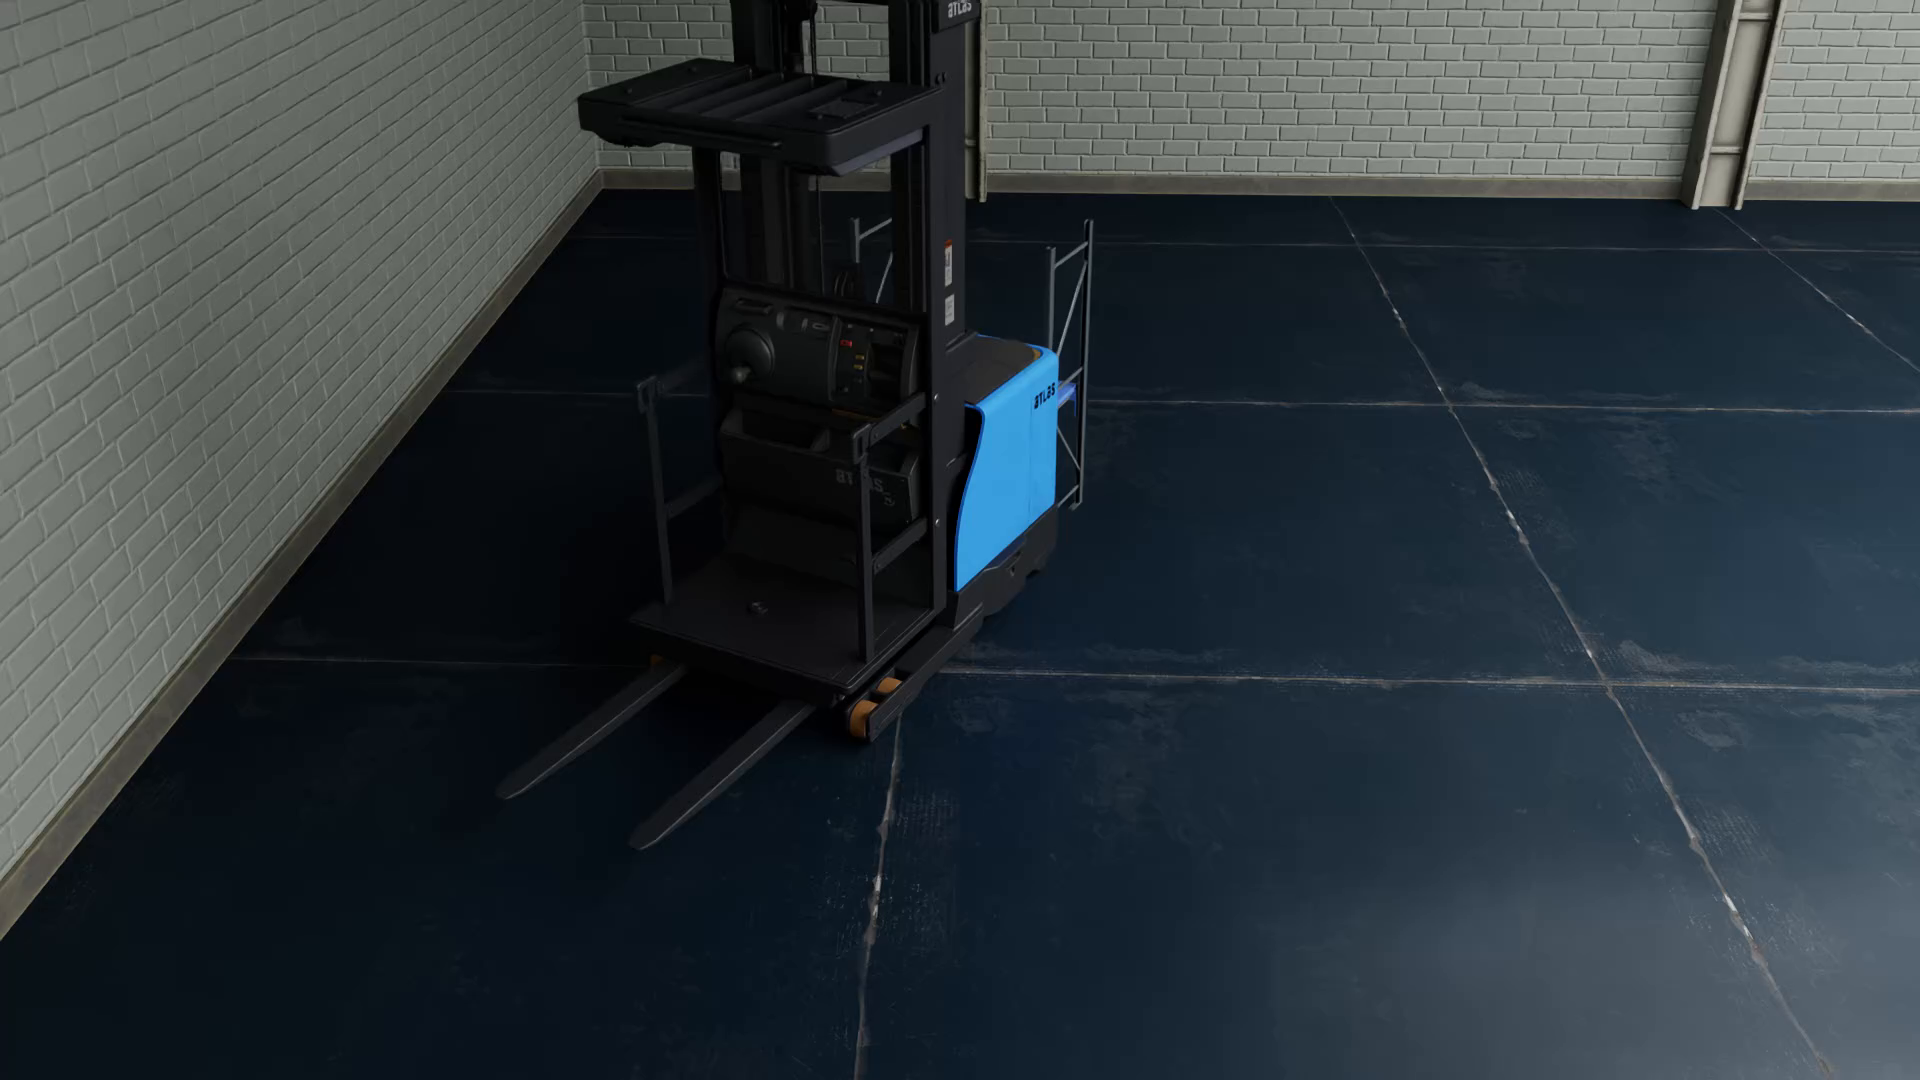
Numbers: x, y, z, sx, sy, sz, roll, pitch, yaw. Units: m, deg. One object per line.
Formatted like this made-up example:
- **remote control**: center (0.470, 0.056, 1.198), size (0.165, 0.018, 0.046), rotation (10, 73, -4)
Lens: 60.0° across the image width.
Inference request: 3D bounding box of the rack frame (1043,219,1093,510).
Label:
- **rack frame**: center (0.511, -0.760, 8.082), size (0.032, 1.500, 0.500), rotation (13, 31, 23)

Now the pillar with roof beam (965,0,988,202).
- **pillar with roof beam**: center (-0.137, -4.757, 7.616), size (0.400, 9.000, 9.100), rotation (1, 28, 2)

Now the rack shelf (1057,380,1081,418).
- **rack shelf**: center (0.055, -0.706, 8.365), size (1.000, 0.185, 0.538), rotation (13, 31, 23)

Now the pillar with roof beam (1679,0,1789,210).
- **pillar with roof beam**: center (5.859, -4.658, 7.429), size (0.400, 9.000, 9.100), rotation (1, 28, 2)

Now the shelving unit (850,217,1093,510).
- **shelving unit**: center (0.055, -0.865, 8.281), size (1.048, 1.500, 0.538), rotation (13, 31, 23)

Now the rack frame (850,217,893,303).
- **rack frame**: center (-0.401, -0.971, 8.479), size (0.032, 1.500, 0.500), rotation (13, 31, 23)

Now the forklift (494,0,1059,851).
- **forklift**: center (-0.678, -0.723, 6.484), size (1.130, 2.935, 3.031), rotation (14, 31, 25)
